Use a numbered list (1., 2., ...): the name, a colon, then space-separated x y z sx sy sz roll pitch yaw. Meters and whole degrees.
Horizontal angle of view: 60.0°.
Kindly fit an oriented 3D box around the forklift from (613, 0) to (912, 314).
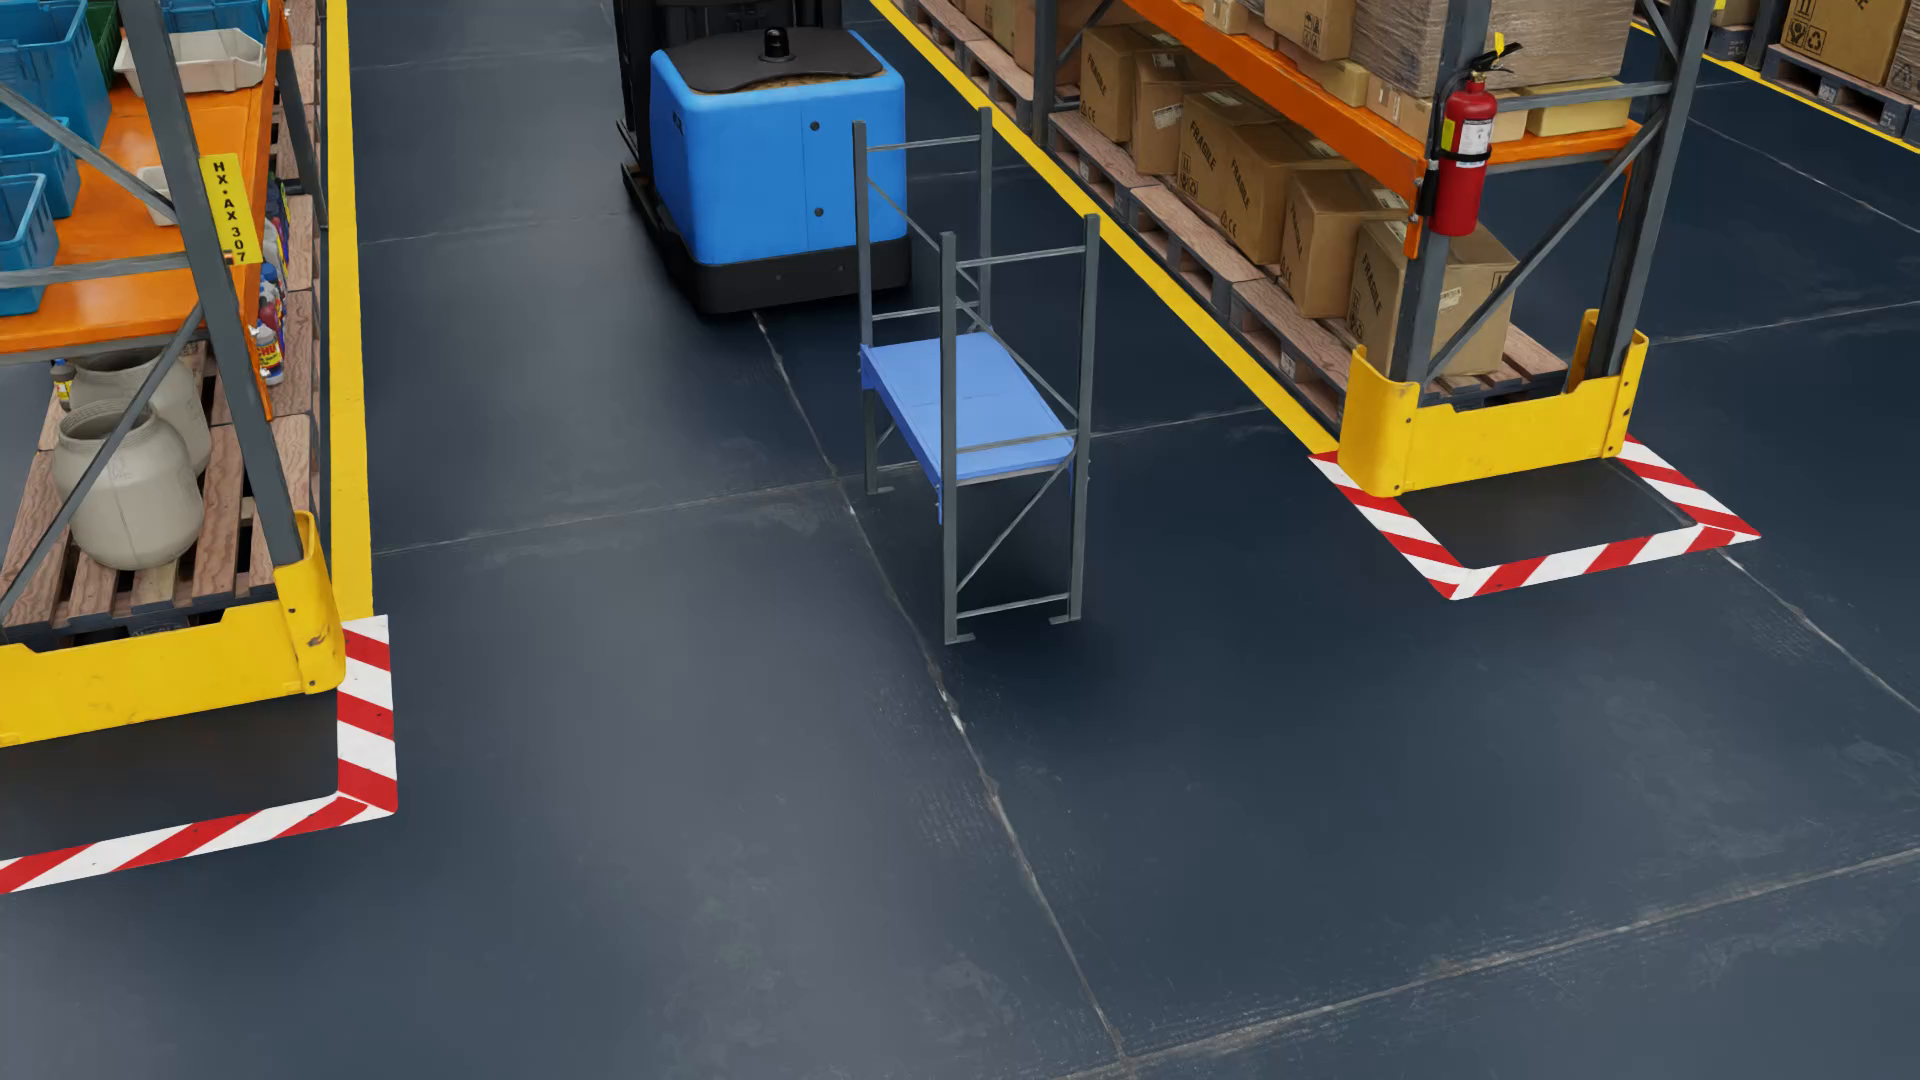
1. forklift: -1.209 -3.078 8.250 1.130 2.935 3.031 -11 35 -16

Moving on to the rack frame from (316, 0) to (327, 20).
1. rack frame: -5.018 -4.923 10.980 1.000 3.000 0.127 -10 35 -15

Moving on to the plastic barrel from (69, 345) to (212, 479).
1. plastic barrel: -3.005 -0.456 6.095 0.421 0.512 0.421 0 33 0

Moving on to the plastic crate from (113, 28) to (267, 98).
1. plastic crate: -3.062 -1.903 6.649 0.530 0.136 0.437 -10 35 -15

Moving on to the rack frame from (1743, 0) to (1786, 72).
1. rack frame: 5.673 -4.437 10.244 1.000 3.000 0.127 -10 35 -15

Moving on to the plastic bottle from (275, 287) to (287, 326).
1. plastic bottle: -3.000 -1.028 7.224 0.097 0.201 0.097 0 33 0

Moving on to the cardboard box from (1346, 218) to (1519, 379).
1. cardboard box: 1.964 -1.019 6.958 0.500 0.500 0.500 -4 34 -6

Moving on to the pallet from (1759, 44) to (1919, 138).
1. pallet: 5.831 -2.861 10.389 1.003 0.211 1.213 -10 35 -15

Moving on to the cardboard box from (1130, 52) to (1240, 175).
1. cardboard box: 1.185 -2.272 8.854 0.500 0.500 0.500 0 33 1

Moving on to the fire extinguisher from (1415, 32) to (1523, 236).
1. fire extinguisher: 1.735 -1.386 5.697 0.296 0.674 0.183 -10 35 -15

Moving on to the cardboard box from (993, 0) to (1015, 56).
1. cardboard box: 0.624 -3.376 10.507 0.700 0.500 0.500 -10 35 -15

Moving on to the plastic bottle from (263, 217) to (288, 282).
1. plastic bottle: -3.170 -1.342 7.563 0.144 0.351 0.185 -10 35 -15

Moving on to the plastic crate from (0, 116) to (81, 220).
1. plastic crate: -3.208 -1.215 5.503 0.499 0.251 0.408 -10 35 -15

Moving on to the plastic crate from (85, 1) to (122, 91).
1. plastic crate: -3.653 -1.975 6.710 0.450 0.188 0.662 -10 35 -15

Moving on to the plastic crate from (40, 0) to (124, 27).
1. plastic crate: -3.760 -2.501 7.370 0.767 0.338 0.504 -10 35 -15

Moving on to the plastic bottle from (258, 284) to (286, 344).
1. plastic bottle: -2.939 -0.953 7.047 0.097 0.271 0.097 0 33 0

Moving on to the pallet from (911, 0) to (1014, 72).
1. pallet: 0.304 -3.543 11.420 1.003 0.211 1.213 -10 35 -15

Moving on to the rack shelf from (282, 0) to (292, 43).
1. rack shelf: -4.408 -3.573 9.589 1.077 0.370 4.000 -10 35 -15

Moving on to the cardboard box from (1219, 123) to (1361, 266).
1. cardboard box: 1.576 -1.659 7.926 0.500 0.500 0.500 -7 34 -10

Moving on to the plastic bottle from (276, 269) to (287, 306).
1. plastic bottle: -3.062 -1.136 7.387 0.097 0.201 0.097 0 33 0

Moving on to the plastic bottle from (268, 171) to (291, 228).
1. plastic bottle: -3.337 -1.676 8.131 0.061 0.283 0.133 -8 34 -12

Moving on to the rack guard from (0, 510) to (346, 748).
1. rack guard: -2.646 0.288 5.361 1.175 0.500 0.348 -10 35 -15

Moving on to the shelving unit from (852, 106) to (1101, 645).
1. shelving unit: 0.026 -0.581 5.769 0.538 1.500 1.048 -10 35 -15

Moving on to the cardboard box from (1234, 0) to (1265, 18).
1. cardboard box: 1.619 -2.527 6.993 0.875 0.500 0.500 -10 35 -15

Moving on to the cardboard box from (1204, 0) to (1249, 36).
1. cardboard box: 1.298 -2.336 7.292 0.380 0.149 0.250 -10 35 -15

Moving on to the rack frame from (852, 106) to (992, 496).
1. rack frame: -0.129 -0.848 6.173 0.500 1.500 0.032 -10 35 -15

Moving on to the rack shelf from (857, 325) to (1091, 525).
1. rack shelf: 0.026 -0.431 5.868 0.538 0.185 1.000 -10 35 -15

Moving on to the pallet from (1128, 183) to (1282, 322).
1. pallet: 1.533 -1.504 8.335 1.003 0.211 1.213 -10 35 -15

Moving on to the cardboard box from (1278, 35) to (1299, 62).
1. cardboard box: 1.556 -2.092 6.923 0.380 0.149 0.250 -10 35 -15

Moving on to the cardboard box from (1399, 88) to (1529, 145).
1. cardboard box: 1.855 -1.566 6.127 0.380 0.149 0.250 -10 35 -15

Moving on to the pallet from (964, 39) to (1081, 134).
1. pallet: 0.680 -2.901 10.449 1.003 0.211 1.213 -10 35 -15

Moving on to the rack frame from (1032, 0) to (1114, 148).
1. rack frame: 0.919 -3.656 9.062 1.000 3.000 0.127 -10 35 -15

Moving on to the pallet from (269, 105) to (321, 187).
1. pallet: -4.075 -2.066 9.184 1.003 0.211 1.213 -10 35 -15

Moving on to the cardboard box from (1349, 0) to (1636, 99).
1. cardboard box: 1.997 -2.015 6.218 0.875 0.500 0.500 -10 35 -15

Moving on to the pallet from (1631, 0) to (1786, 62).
1. pallet: 5.366 -3.666 11.607 1.003 0.211 1.213 -10 35 -15

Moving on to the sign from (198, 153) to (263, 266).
1. sign: -2.053 -0.929 4.684 0.100 0.325 0.005 -10 35 -15

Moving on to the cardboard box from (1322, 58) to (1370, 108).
1. cardboard box: 1.654 -1.820 6.511 0.380 0.149 0.250 -10 35 -15

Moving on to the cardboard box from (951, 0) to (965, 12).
1. cardboard box: 0.283 -3.963 11.395 0.700 0.500 0.500 -7 34 -11

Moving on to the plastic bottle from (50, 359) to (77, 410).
1. plastic bottle: -3.556 -0.630 6.621 0.097 0.201 0.097 0 33 0

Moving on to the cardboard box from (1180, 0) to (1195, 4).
1. cardboard box: 1.168 -2.603 7.696 0.380 0.149 0.250 -10 35 -15

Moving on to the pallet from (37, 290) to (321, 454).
1. pallet: -3.257 -0.659 7.055 1.003 0.211 1.213 -10 35 -15

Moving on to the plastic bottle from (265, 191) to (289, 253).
1. plastic bottle: -3.269 -1.511 7.820 0.144 0.351 0.185 -12 35 -17

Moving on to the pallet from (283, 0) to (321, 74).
1. pallet: -4.819 -3.347 11.123 1.003 0.211 1.213 -10 35 -15

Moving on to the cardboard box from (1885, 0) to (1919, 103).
1. cardboard box: 6.077 -2.911 9.481 0.875 0.875 0.875 -10 35 -14

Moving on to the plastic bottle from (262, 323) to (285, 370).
1. plastic bottle: -2.866 -0.798 6.876 0.097 0.201 0.097 0 33 0
